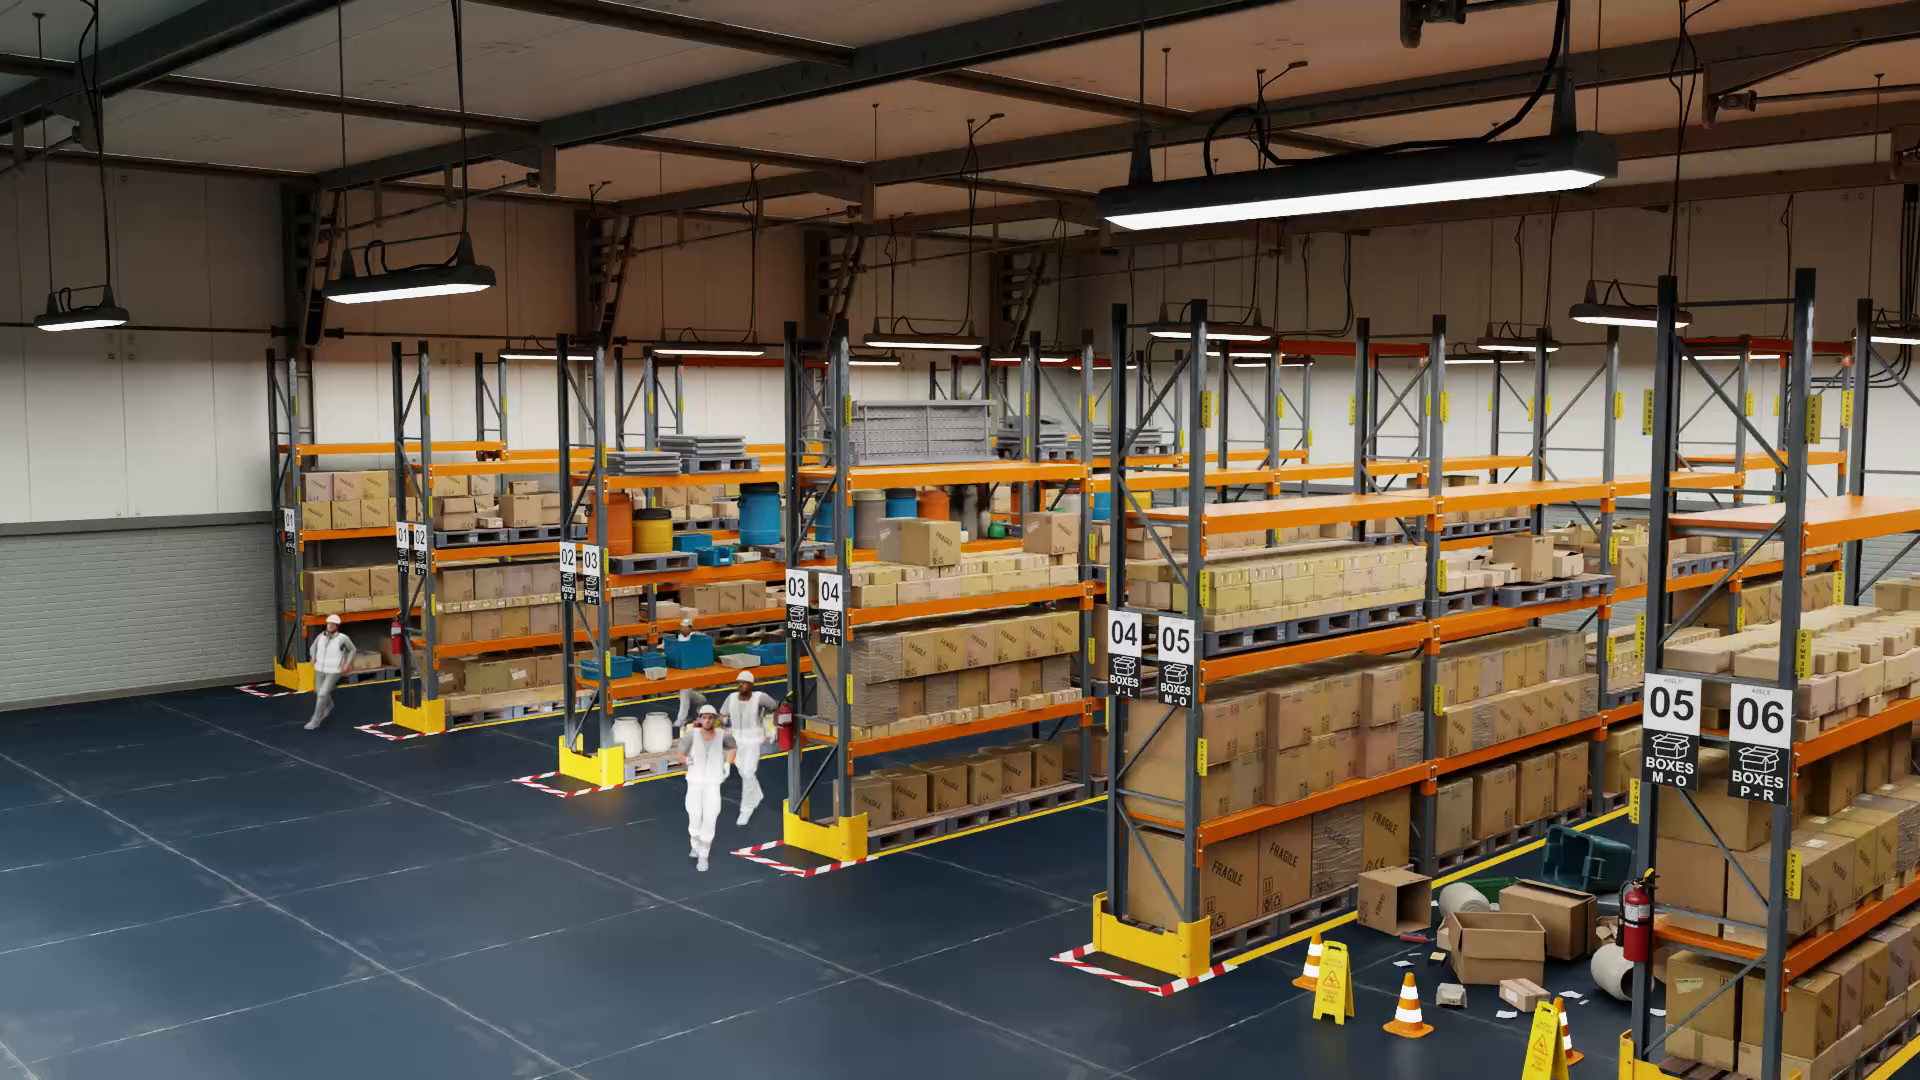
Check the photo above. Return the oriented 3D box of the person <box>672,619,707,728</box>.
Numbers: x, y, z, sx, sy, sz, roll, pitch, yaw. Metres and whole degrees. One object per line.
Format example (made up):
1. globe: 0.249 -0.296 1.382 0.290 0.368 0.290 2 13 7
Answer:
1. person: -4.284 2.068 26.295 0.613 1.666 0.900 3 6 34

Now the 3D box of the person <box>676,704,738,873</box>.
1. person: -2.785 2.704 18.291 0.652 1.835 0.663 0 5 -3

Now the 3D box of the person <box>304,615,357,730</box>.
1. person: -9.862 2.035 26.012 0.723 1.740 0.954 1 5 9

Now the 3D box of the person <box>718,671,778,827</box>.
1. person: -2.604 2.503 20.340 0.679 1.842 0.836 2 5 23
